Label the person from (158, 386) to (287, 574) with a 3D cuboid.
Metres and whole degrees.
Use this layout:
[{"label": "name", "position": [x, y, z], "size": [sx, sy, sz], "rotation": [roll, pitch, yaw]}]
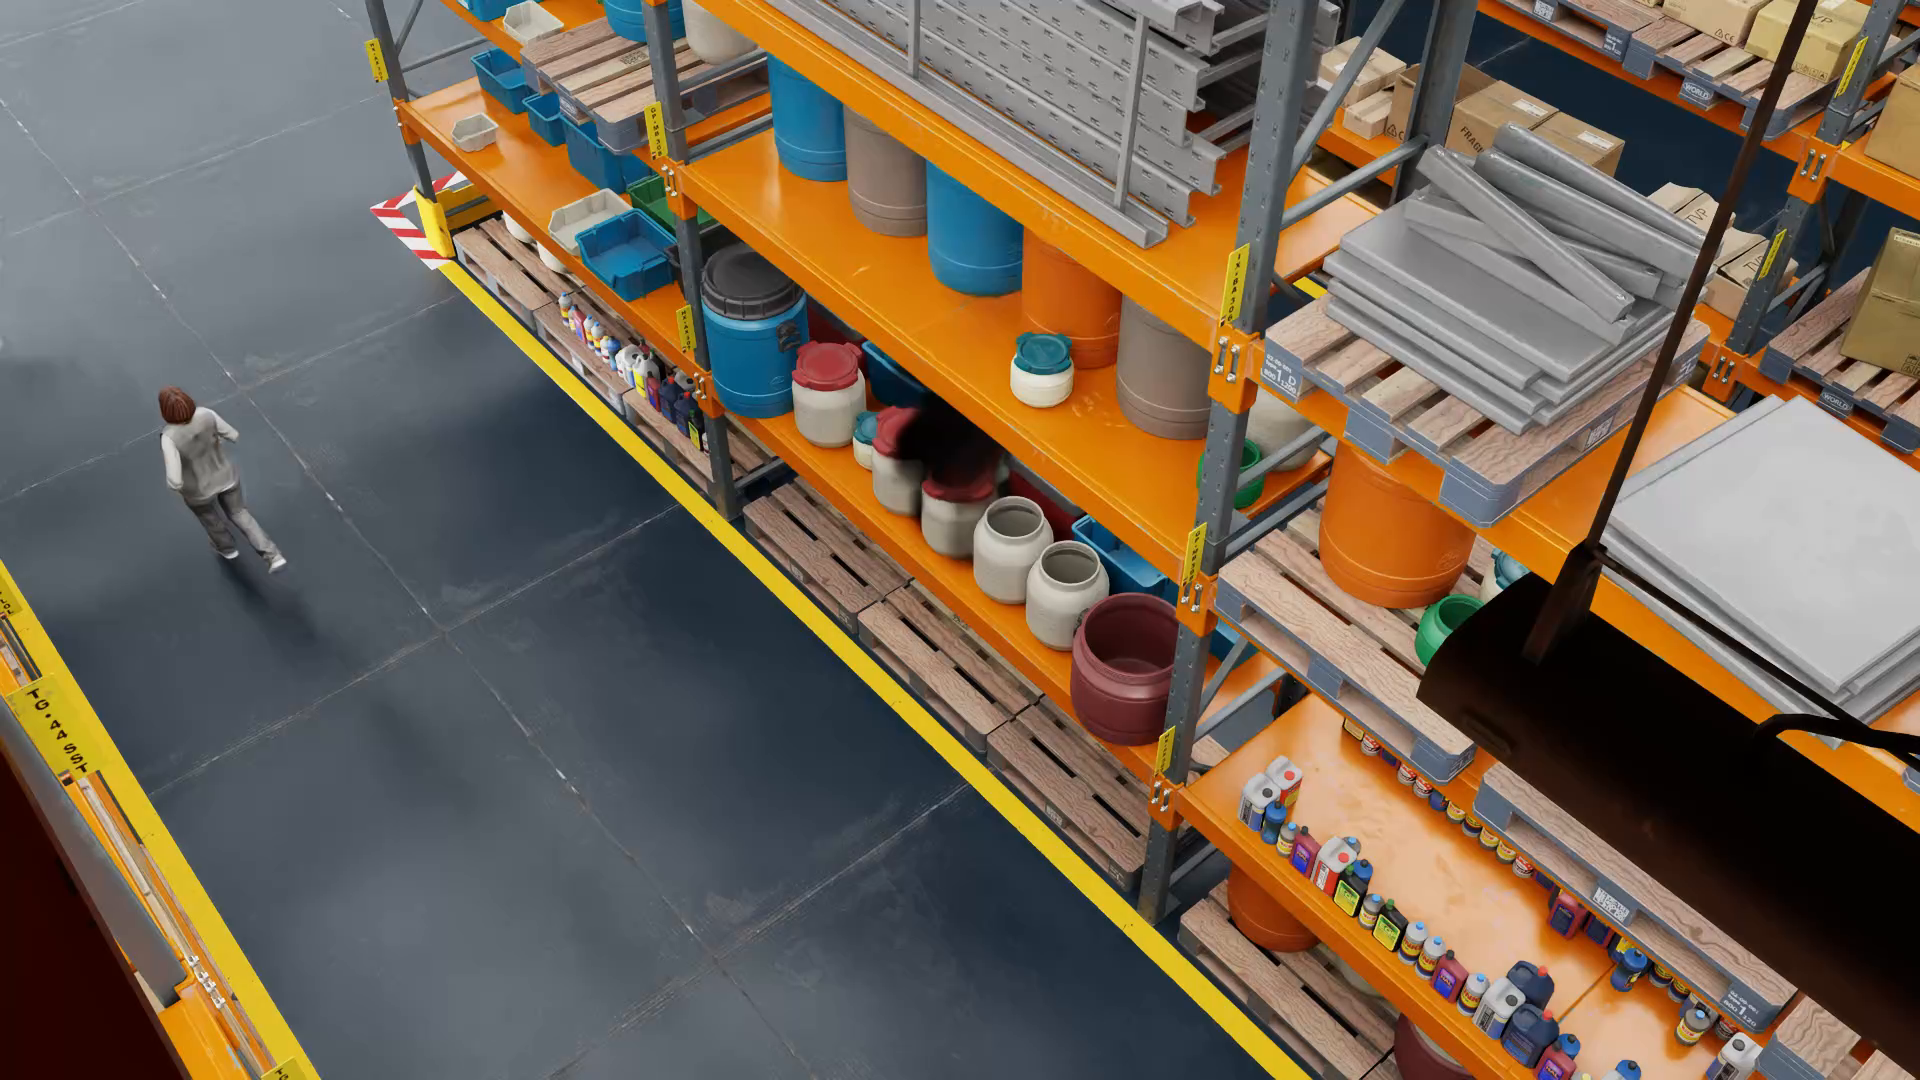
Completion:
[{"label": "person", "position": [-4.590, -0.351, 10.200], "size": [0.843, 1.565, 0.522], "rotation": [32, 54, 27]}]
